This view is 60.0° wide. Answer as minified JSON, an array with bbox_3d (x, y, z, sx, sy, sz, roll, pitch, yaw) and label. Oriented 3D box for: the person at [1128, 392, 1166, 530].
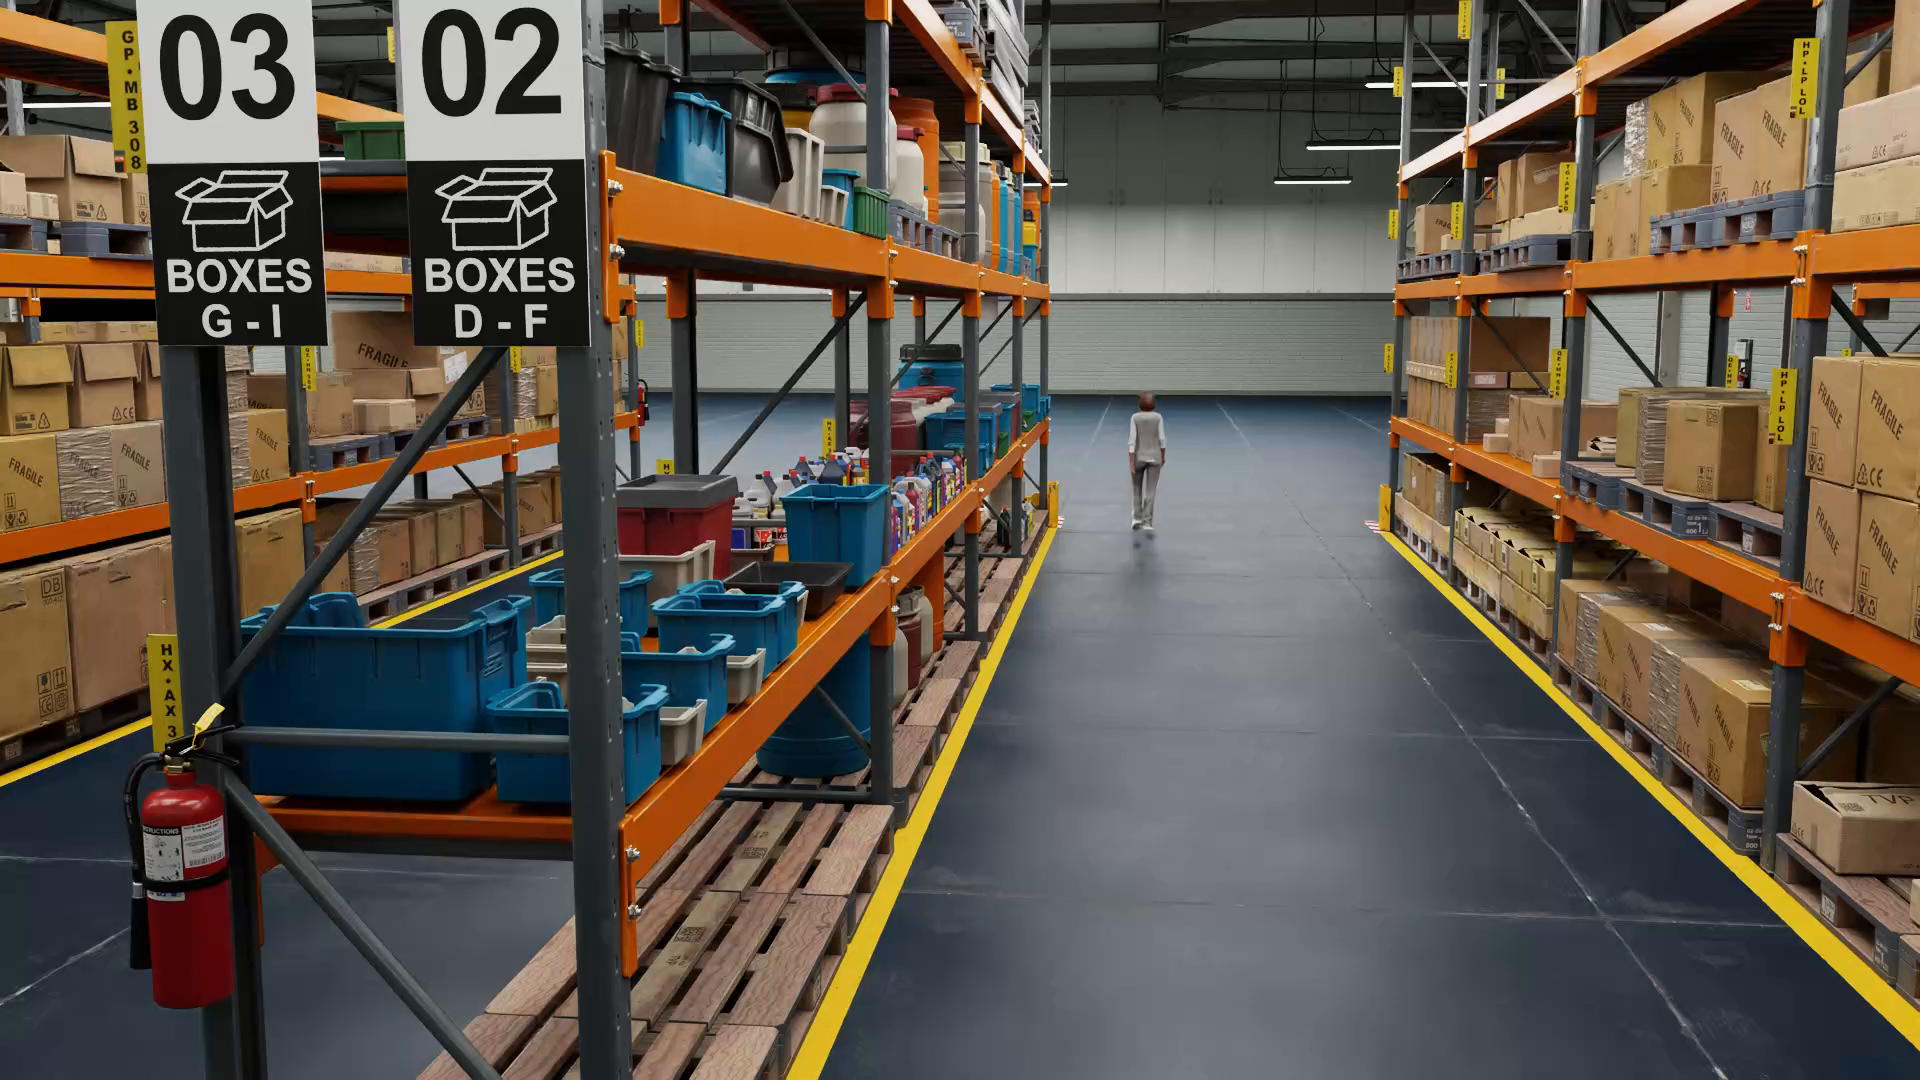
[{"bbox_3d":[2.139,-0.906,19.031,0.432,1.581,0.816,1,8,7],"label":"person"}]
